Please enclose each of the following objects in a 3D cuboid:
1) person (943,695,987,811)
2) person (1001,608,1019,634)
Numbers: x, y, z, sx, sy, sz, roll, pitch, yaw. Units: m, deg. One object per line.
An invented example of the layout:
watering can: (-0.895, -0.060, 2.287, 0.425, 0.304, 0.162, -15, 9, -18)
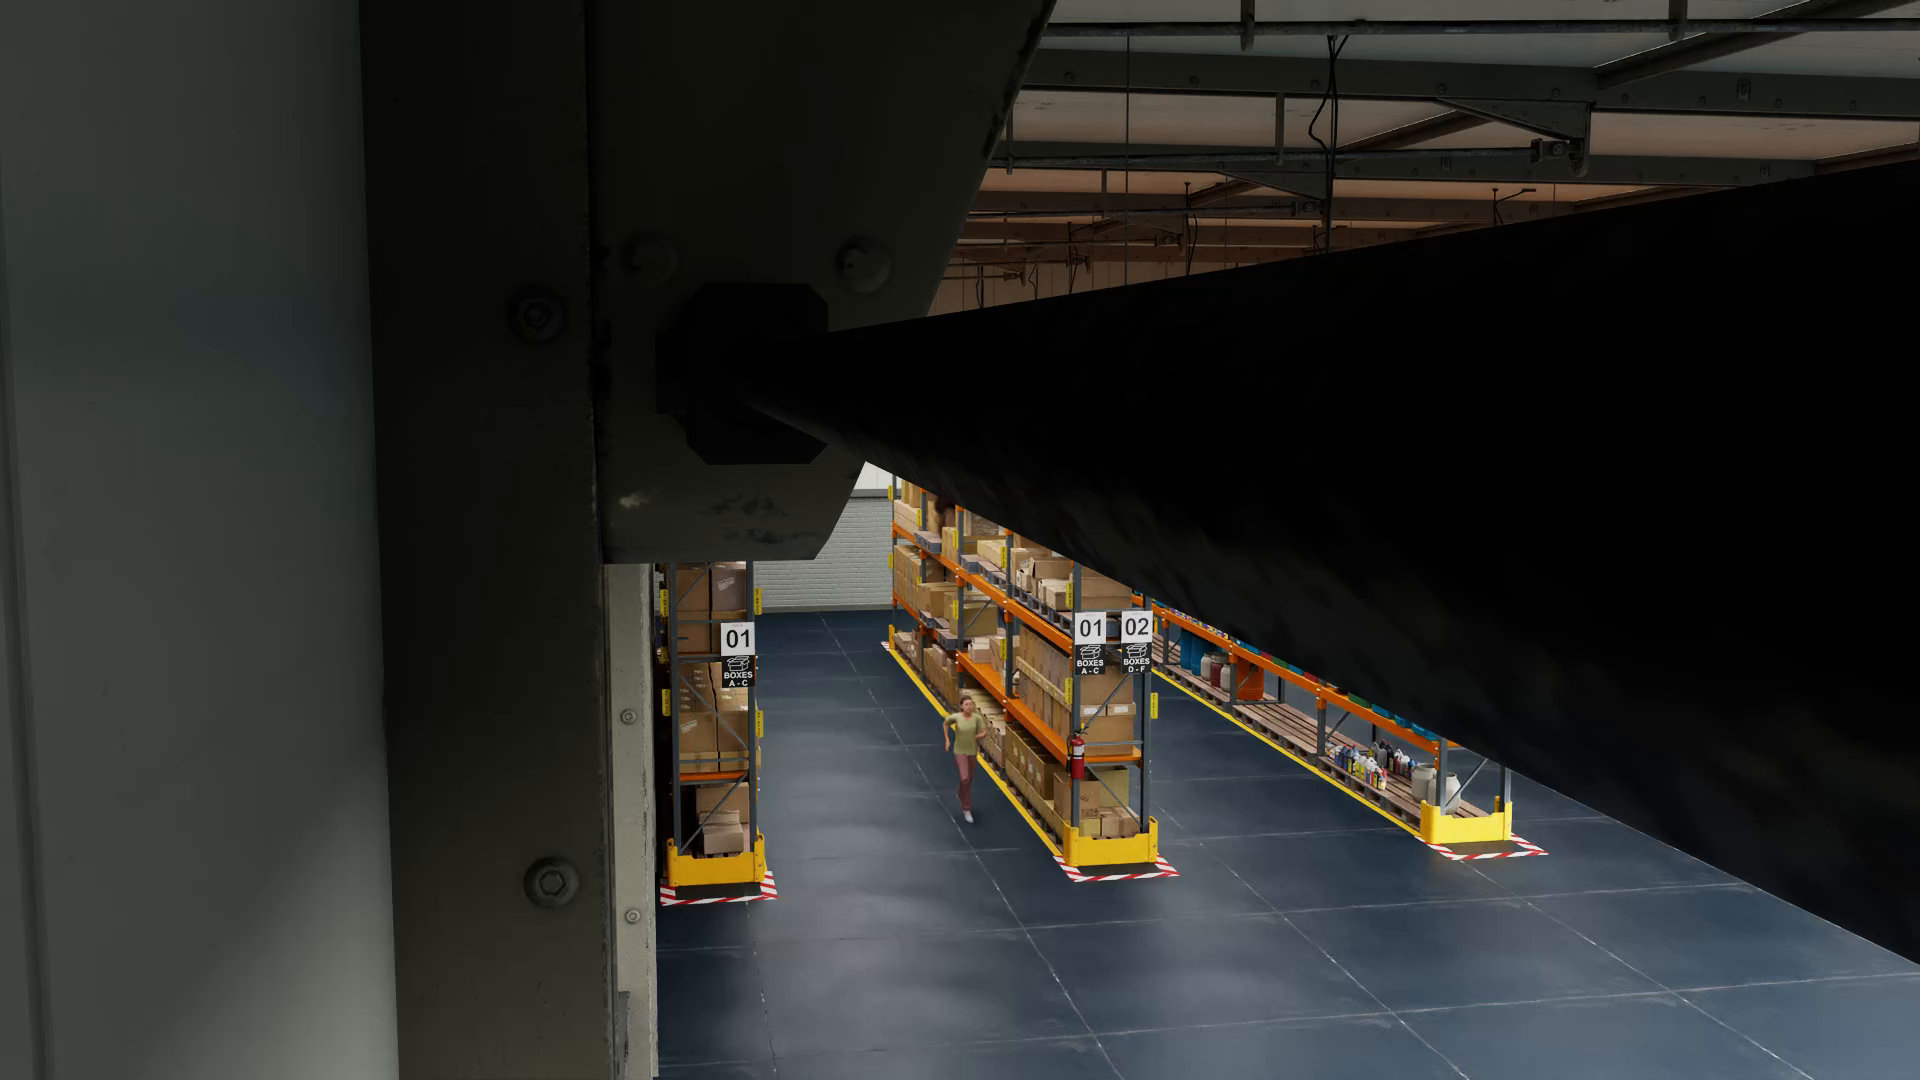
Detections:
person: (0.109, 2.927, 23.038, 0.546, 1.568, 0.638, -2, 6, -18)
person: (1.054, 1.716, 36.094, 0.582, 1.482, 0.858, -3, 7, -24)
